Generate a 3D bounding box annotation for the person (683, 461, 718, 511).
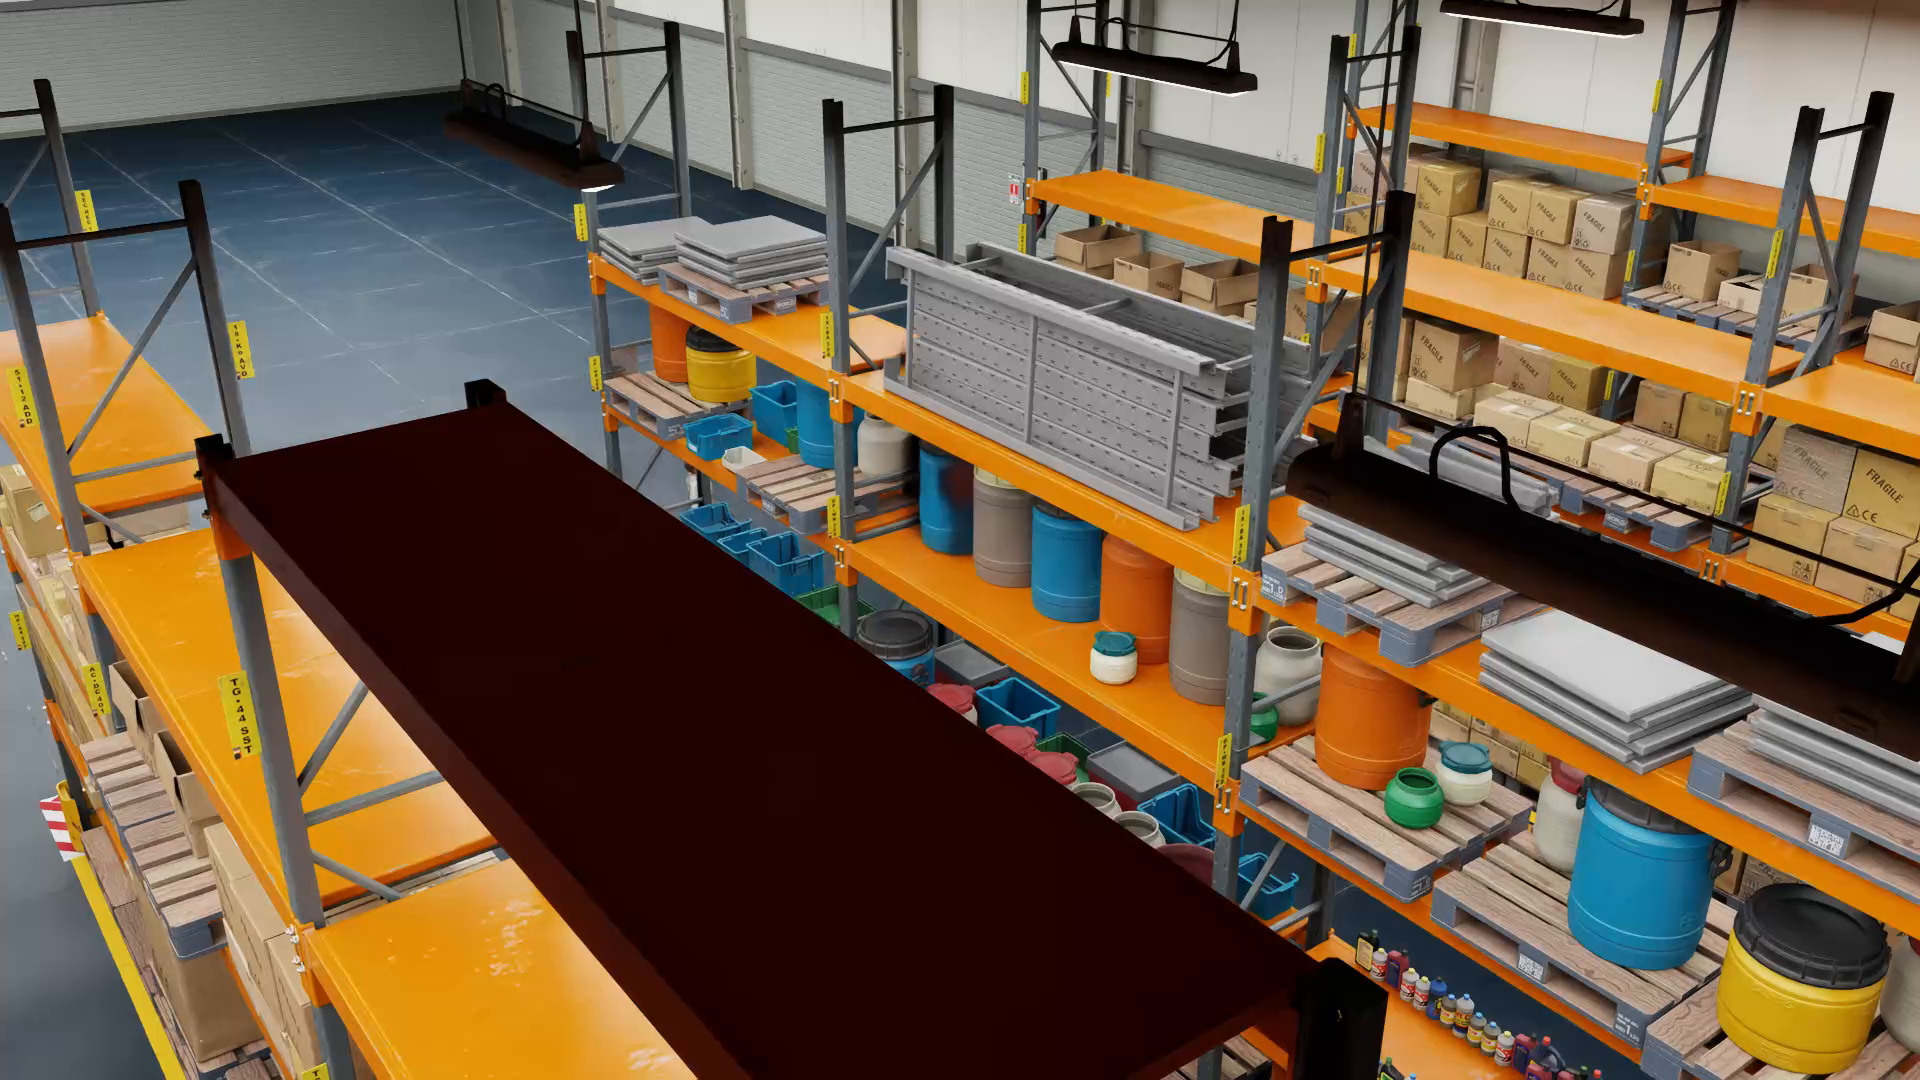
[{"bbox_3d":[-2.697,-0.217,17.574,0.921,1.537,0.382,-18,31,-34],"label":"person"}]
